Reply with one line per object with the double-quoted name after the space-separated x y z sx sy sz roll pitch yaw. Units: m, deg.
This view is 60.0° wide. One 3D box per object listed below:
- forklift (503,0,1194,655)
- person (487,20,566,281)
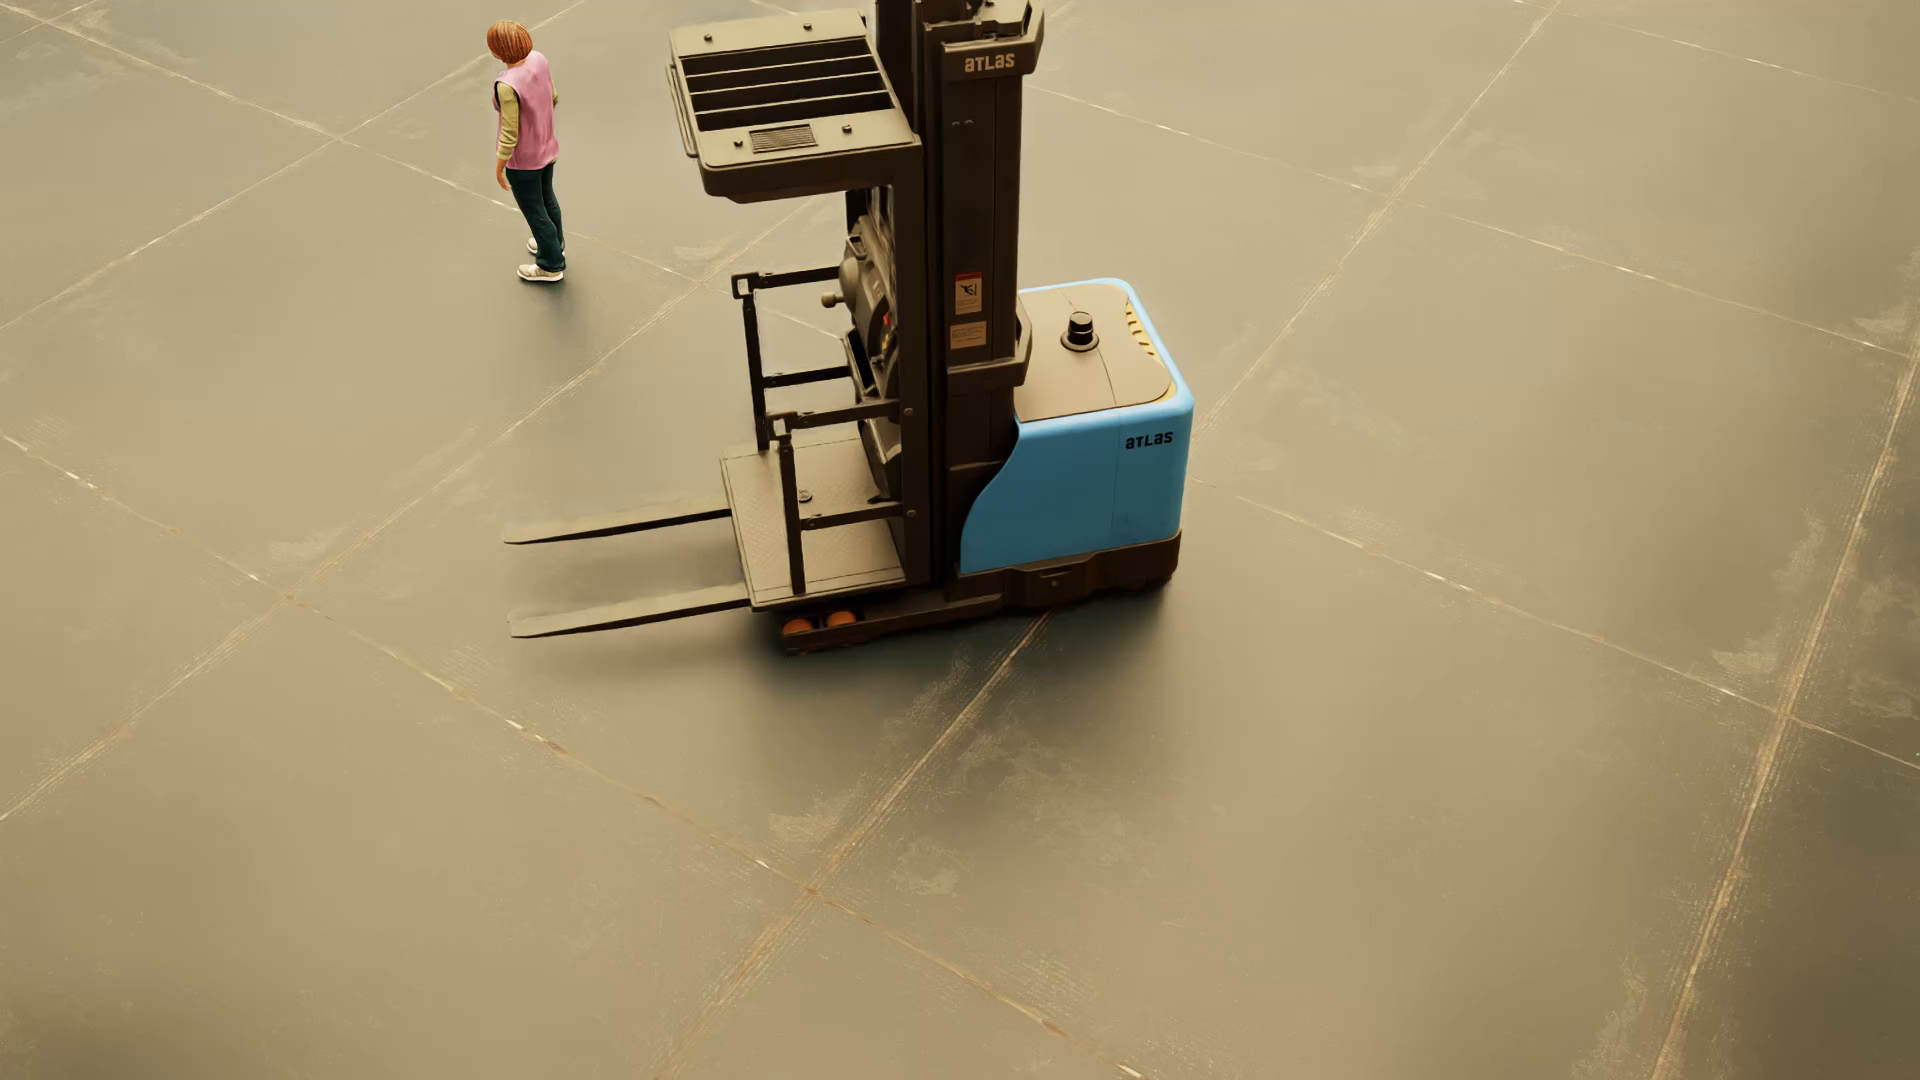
-0.560 -0.954 6.854 3.031 2.935 1.130 -10 44 -10 "forklift"
-2.397 -2.107 9.031 0.474 1.597 0.520 15 46 15 "person"
